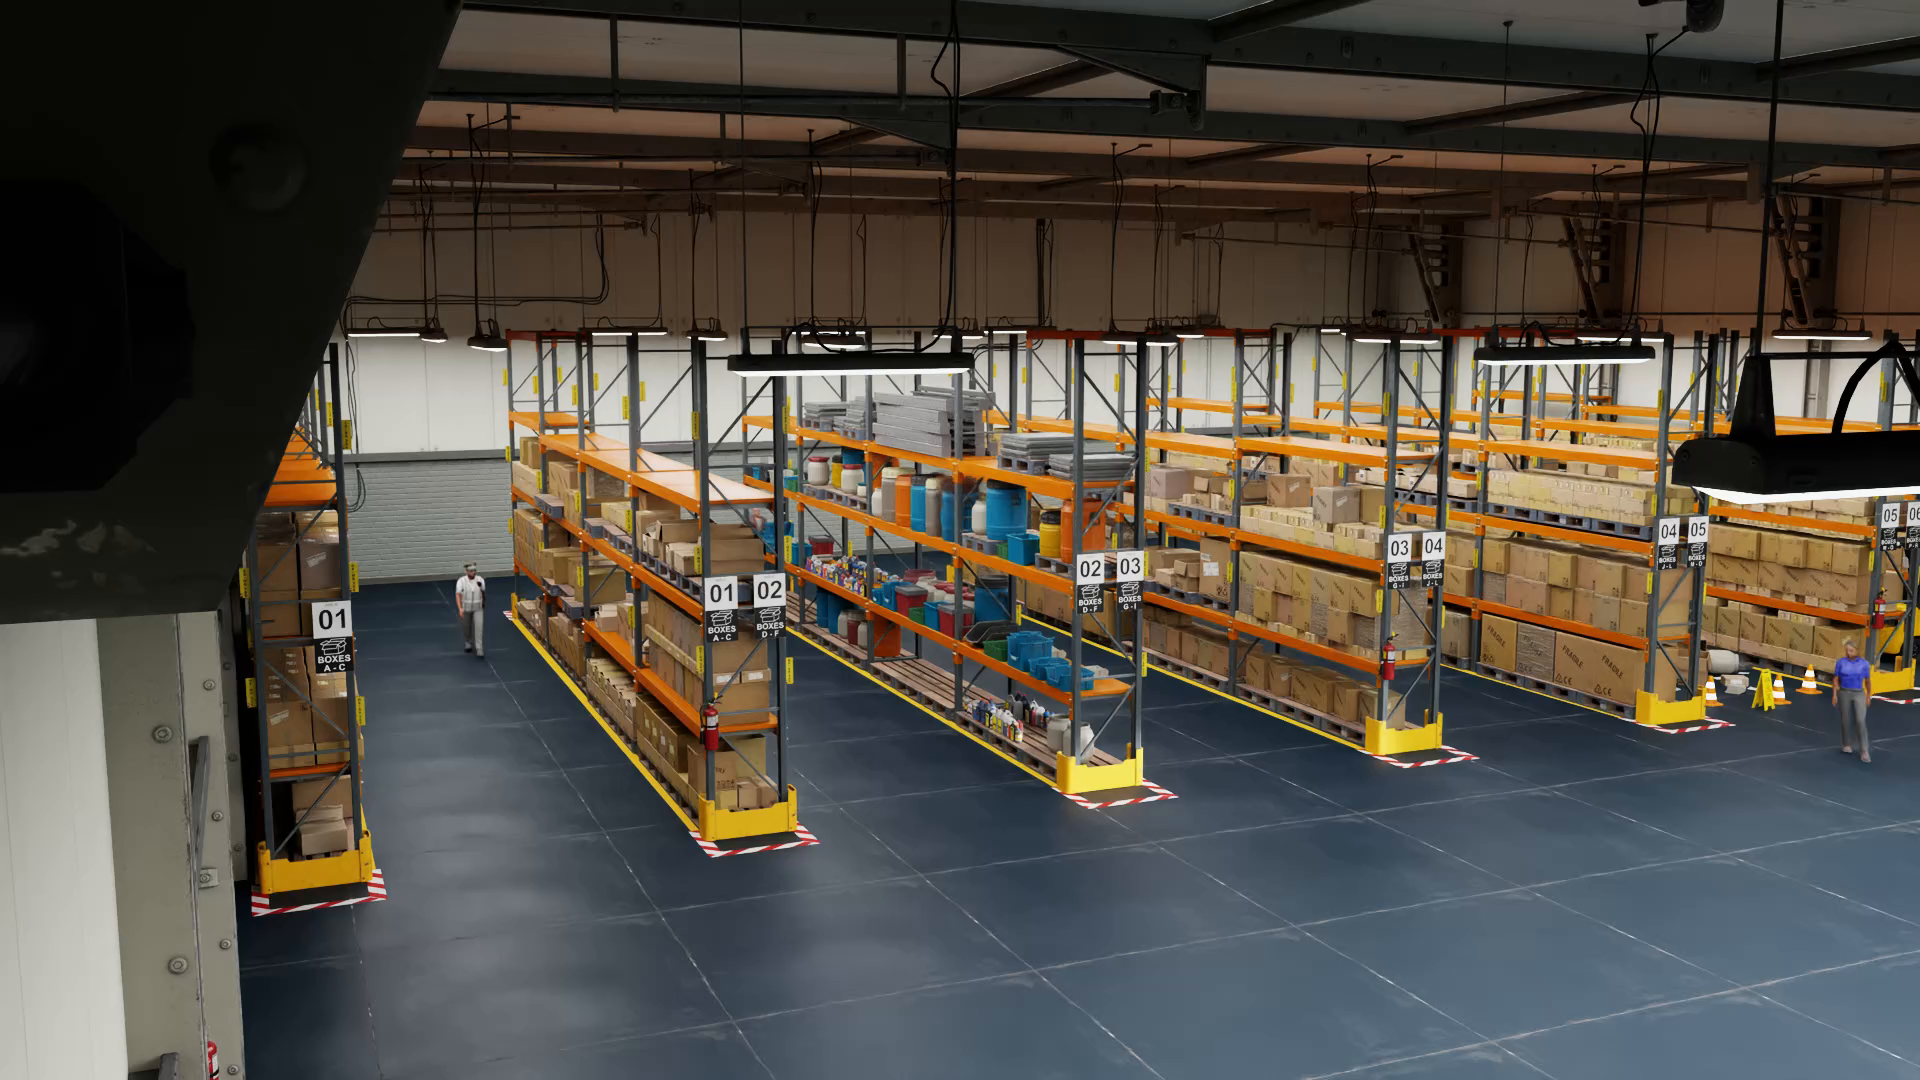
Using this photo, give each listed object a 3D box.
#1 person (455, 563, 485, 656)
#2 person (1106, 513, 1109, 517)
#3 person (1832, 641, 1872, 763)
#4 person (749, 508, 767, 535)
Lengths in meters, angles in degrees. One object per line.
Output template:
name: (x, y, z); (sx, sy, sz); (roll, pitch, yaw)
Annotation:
person: (-9.093, 1.259, 30.933); (0.542, 1.696, 1.077); (-3, 8, -20)
person: (3.450, 0.101, 39.977); (0.441, 1.551, 0.866); (-1, 8, -6)
person: (12.827, 2.338, 23.861); (0.576, 1.548, 0.648); (5, 9, 32)
person: (-4.824, 0.047, 39.799); (0.627, 1.697, 1.132); (-7, 10, -40)
